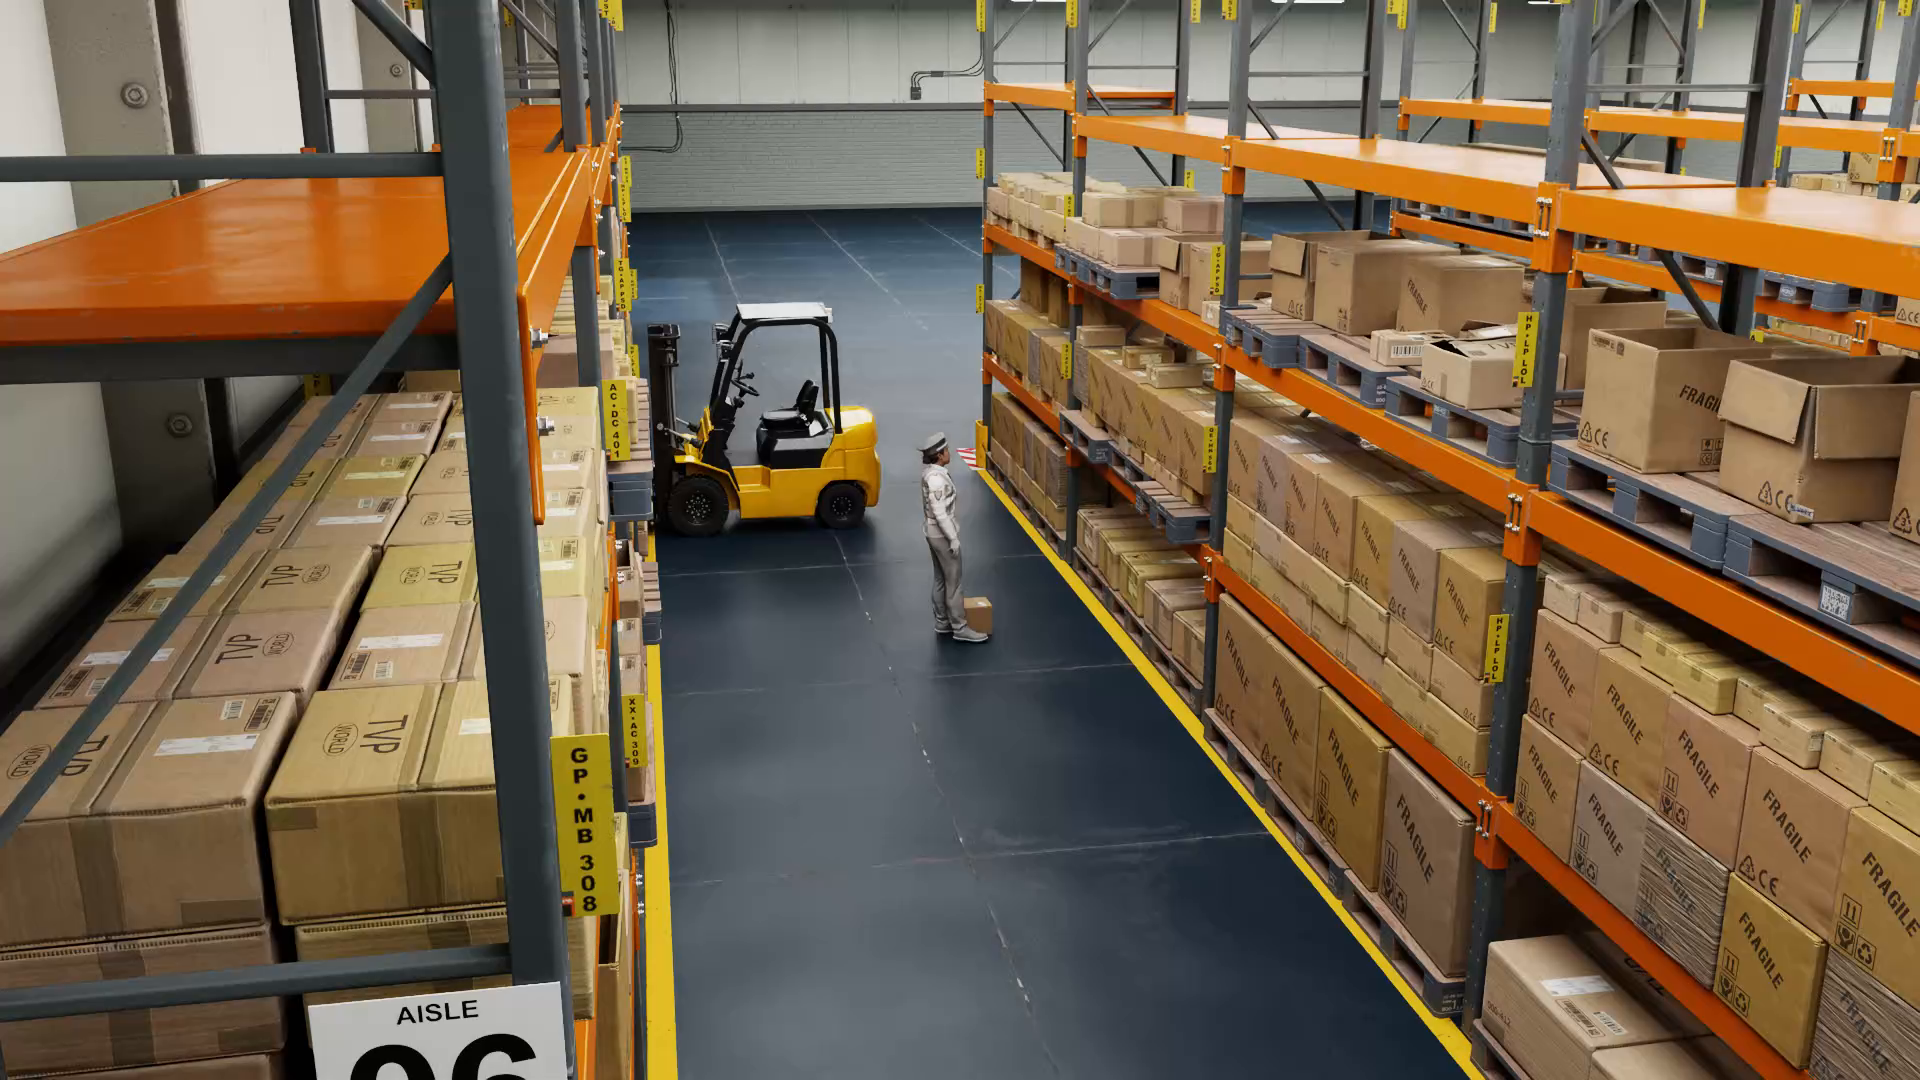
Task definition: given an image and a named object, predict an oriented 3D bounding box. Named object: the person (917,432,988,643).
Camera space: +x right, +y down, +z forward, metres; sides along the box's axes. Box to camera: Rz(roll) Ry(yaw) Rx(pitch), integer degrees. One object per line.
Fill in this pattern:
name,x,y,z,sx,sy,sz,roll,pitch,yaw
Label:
person,-0.075,-0.043,13.591,0.530,1.695,0.588,-3,17,-10
